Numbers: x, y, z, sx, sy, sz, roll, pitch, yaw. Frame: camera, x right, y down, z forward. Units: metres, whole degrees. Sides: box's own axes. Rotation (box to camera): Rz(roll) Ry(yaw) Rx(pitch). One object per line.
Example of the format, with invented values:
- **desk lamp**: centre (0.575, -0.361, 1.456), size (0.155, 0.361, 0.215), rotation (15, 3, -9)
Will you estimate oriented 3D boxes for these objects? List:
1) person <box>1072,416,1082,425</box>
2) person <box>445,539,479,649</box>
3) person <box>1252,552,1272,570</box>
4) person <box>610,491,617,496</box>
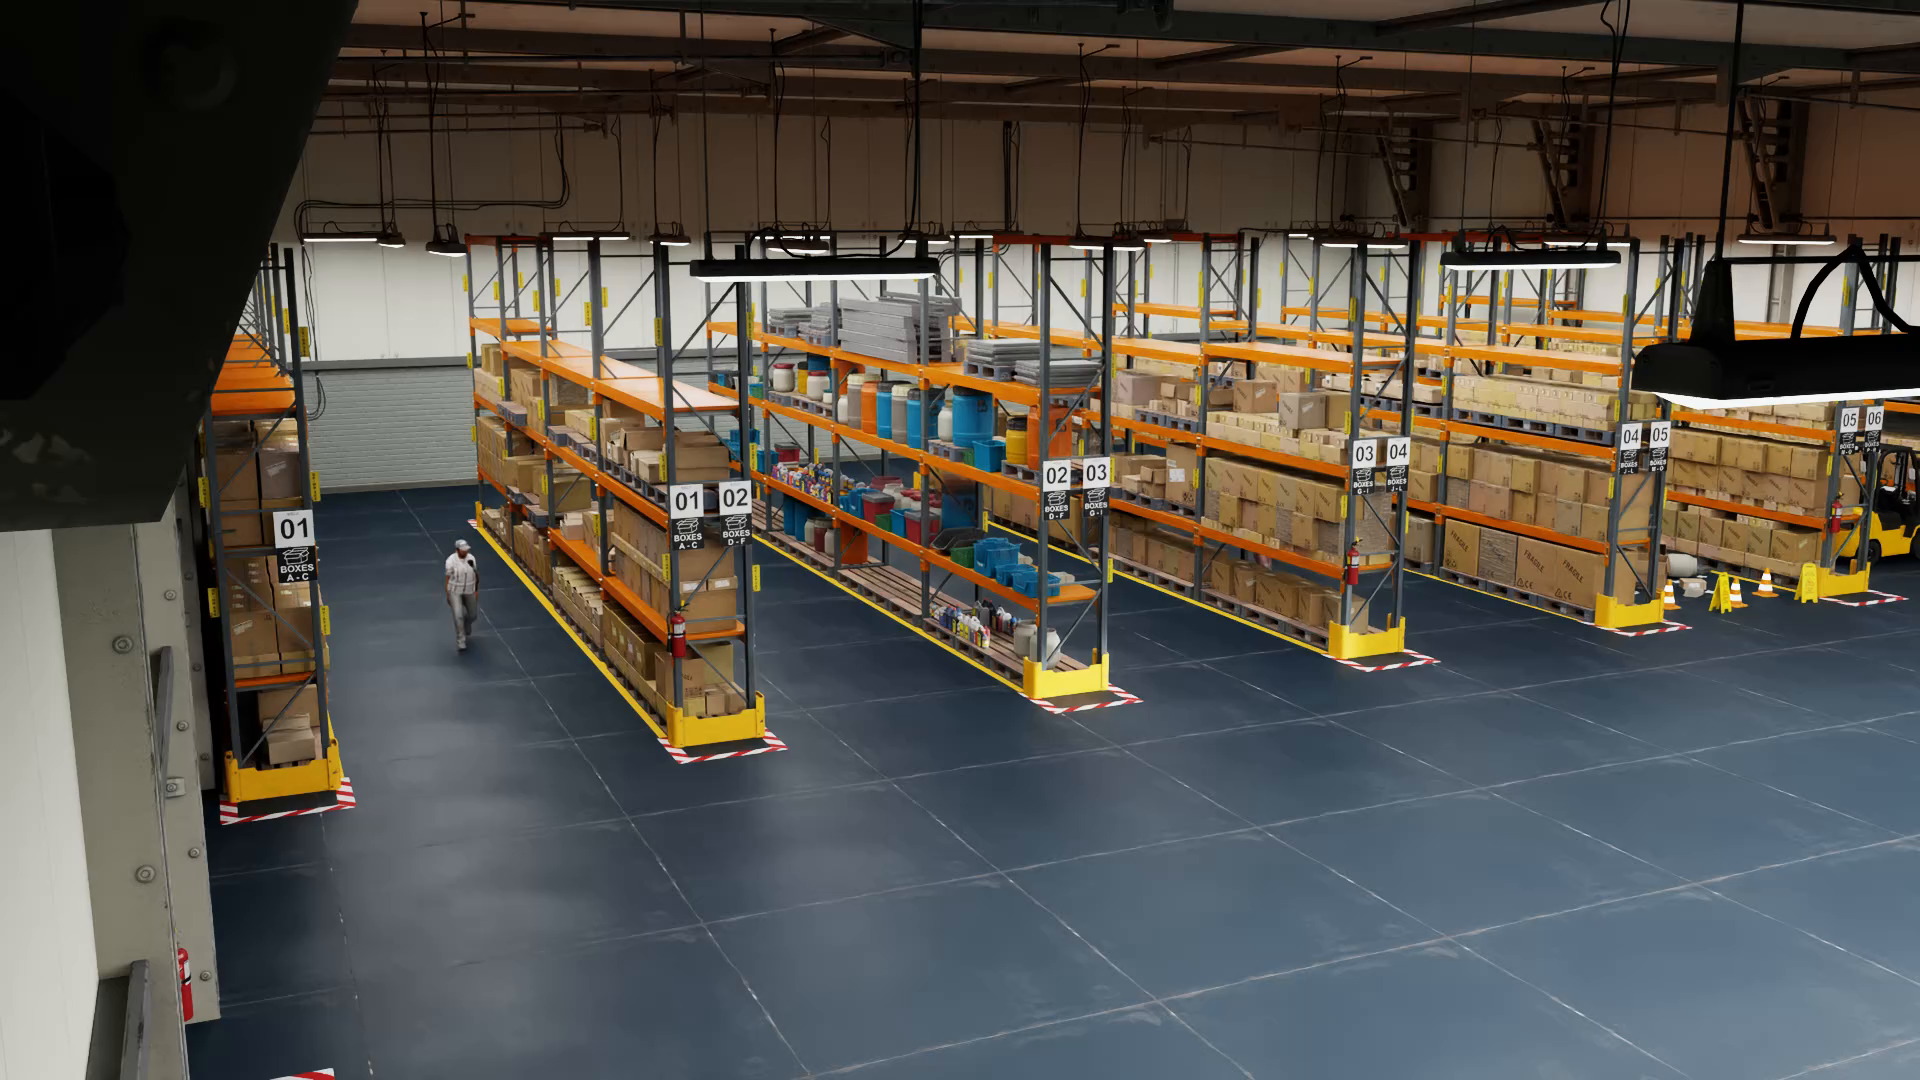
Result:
- **person**: centre (2.882, -2.760, 42.704), size (0.611, 1.710, 1.200), rotation (2, 11, 8)
- **person**: centre (-7.466, 0.756, 24.905), size (0.481, 1.617, 0.857), rotation (-5, 12, -26)
- **person**: centre (5.504, -0.250, 30.084), size (0.396, 1.691, 0.488), rotation (10, 15, 41)
- **person**: centre (-7.520, -1.723, 37.803), size (1.028, 1.591, 0.482), rotation (0, 11, 0)
